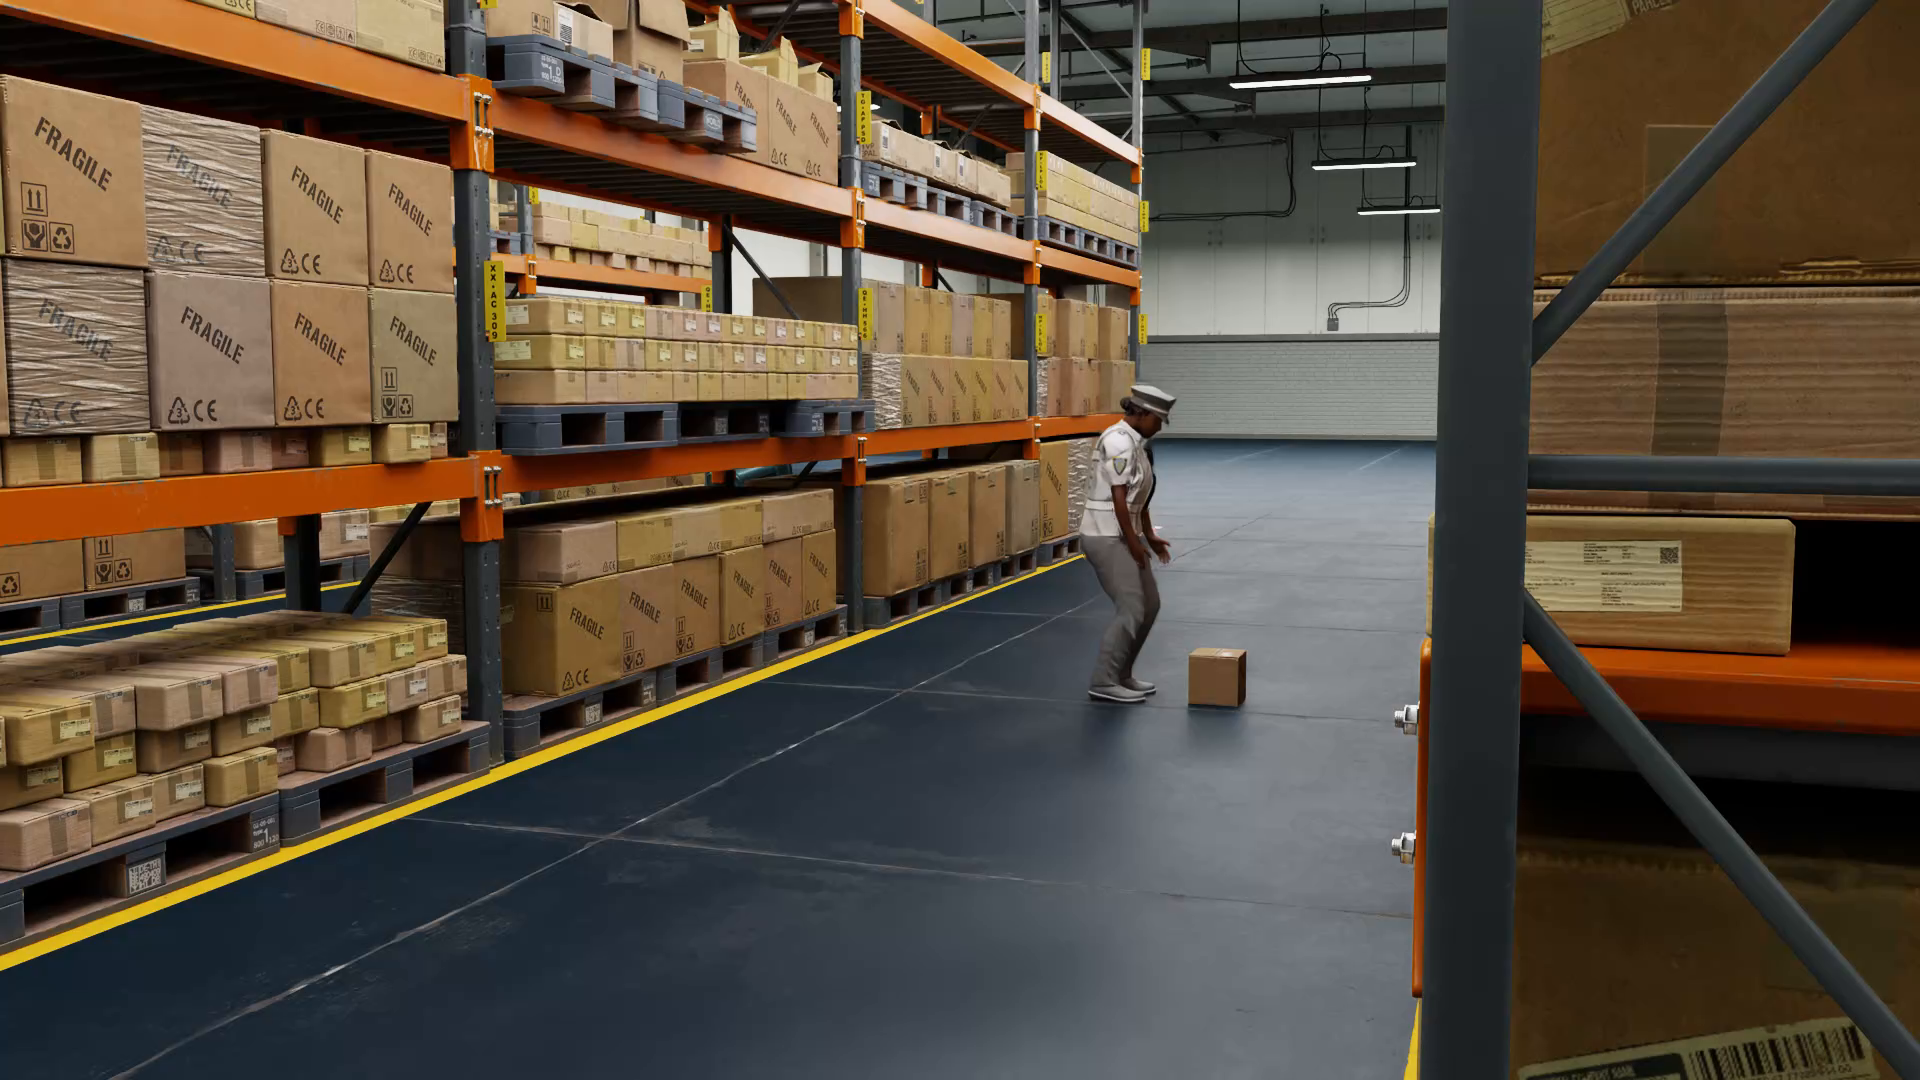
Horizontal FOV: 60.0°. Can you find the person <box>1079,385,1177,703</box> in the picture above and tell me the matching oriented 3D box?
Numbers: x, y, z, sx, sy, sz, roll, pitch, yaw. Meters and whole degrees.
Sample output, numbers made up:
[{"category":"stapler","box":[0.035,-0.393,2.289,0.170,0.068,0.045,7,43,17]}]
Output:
[{"category":"person","box":[0.866,0.010,8.526,0.480,1.604,0.465,2,6,20]}]
